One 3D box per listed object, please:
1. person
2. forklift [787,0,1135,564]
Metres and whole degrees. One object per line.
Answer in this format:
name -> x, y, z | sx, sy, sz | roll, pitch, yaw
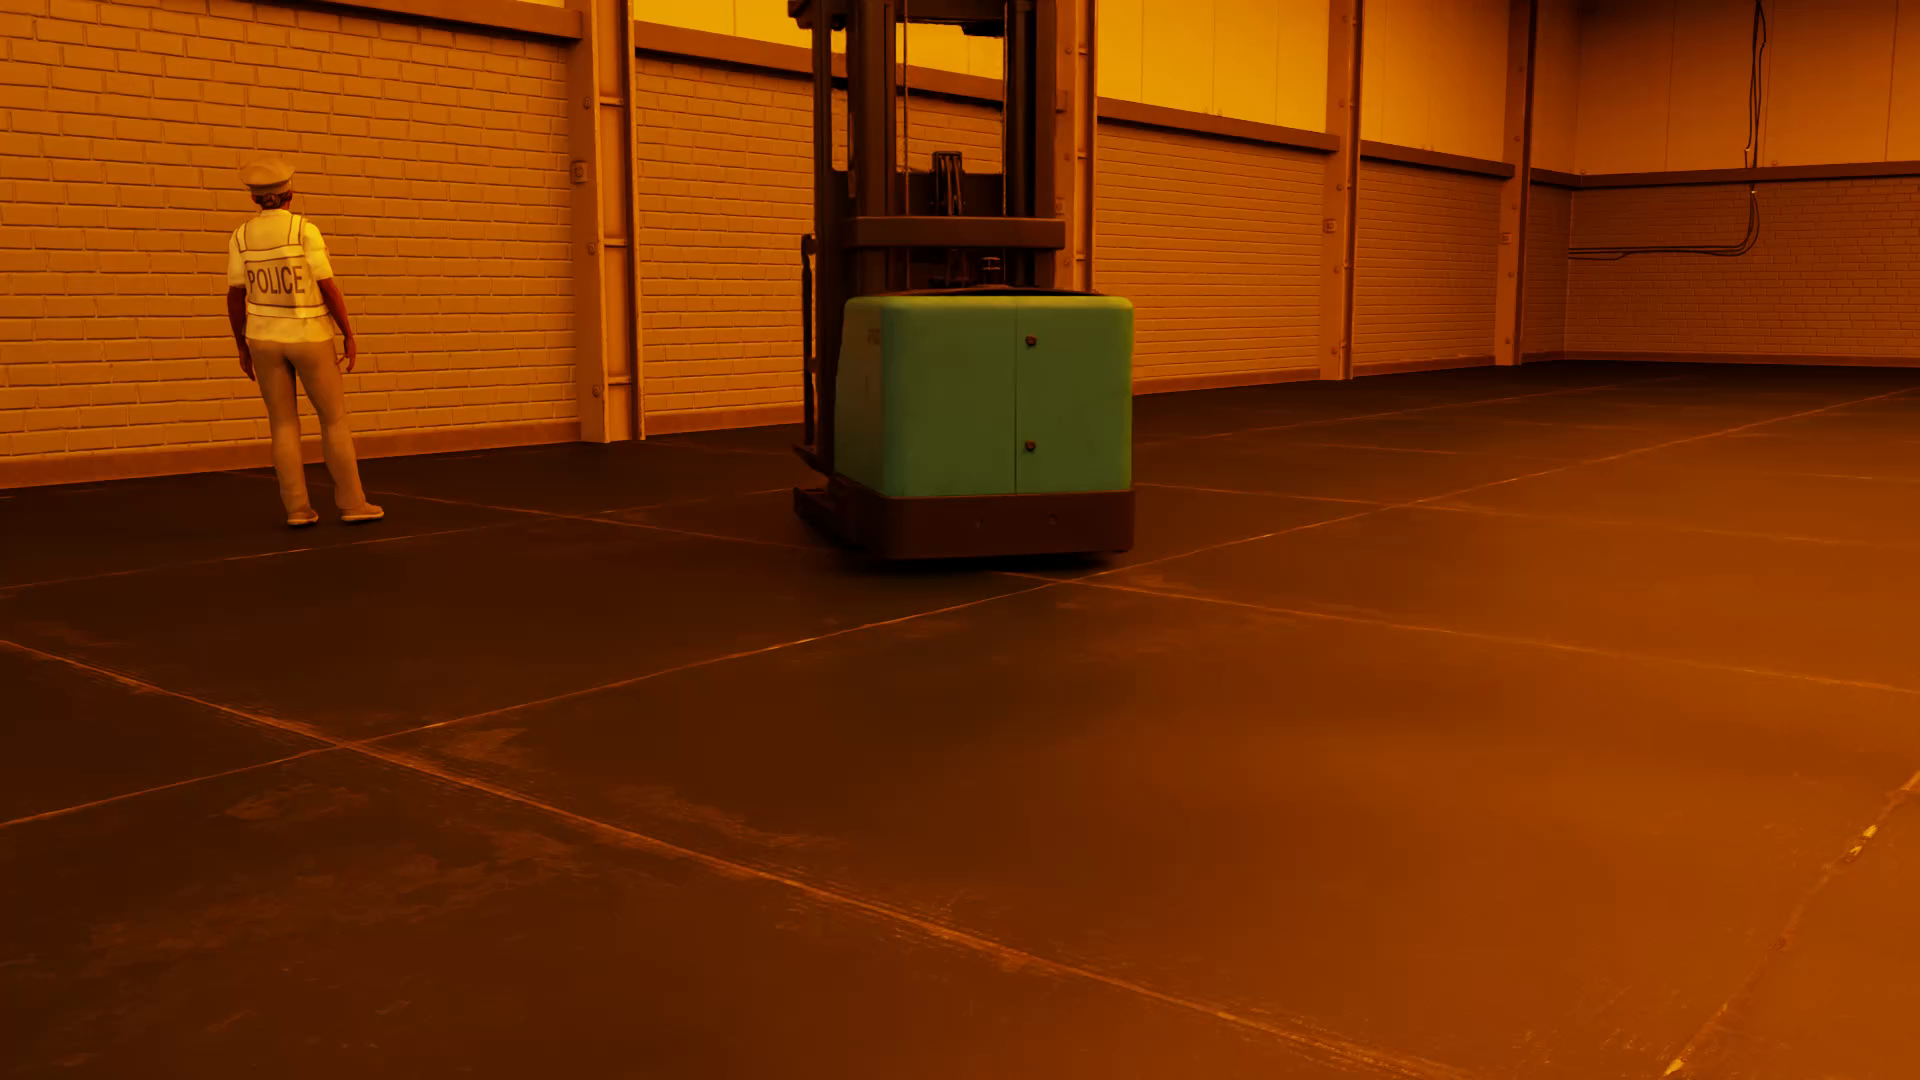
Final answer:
person -> -3.078, -0.916, 7.761 | 0.568, 1.695, 0.531 | 0, 8, -2
forklift -> -0.182, -1.531, 7.744 | 1.130, 2.935, 3.031 | -2, 9, -15
